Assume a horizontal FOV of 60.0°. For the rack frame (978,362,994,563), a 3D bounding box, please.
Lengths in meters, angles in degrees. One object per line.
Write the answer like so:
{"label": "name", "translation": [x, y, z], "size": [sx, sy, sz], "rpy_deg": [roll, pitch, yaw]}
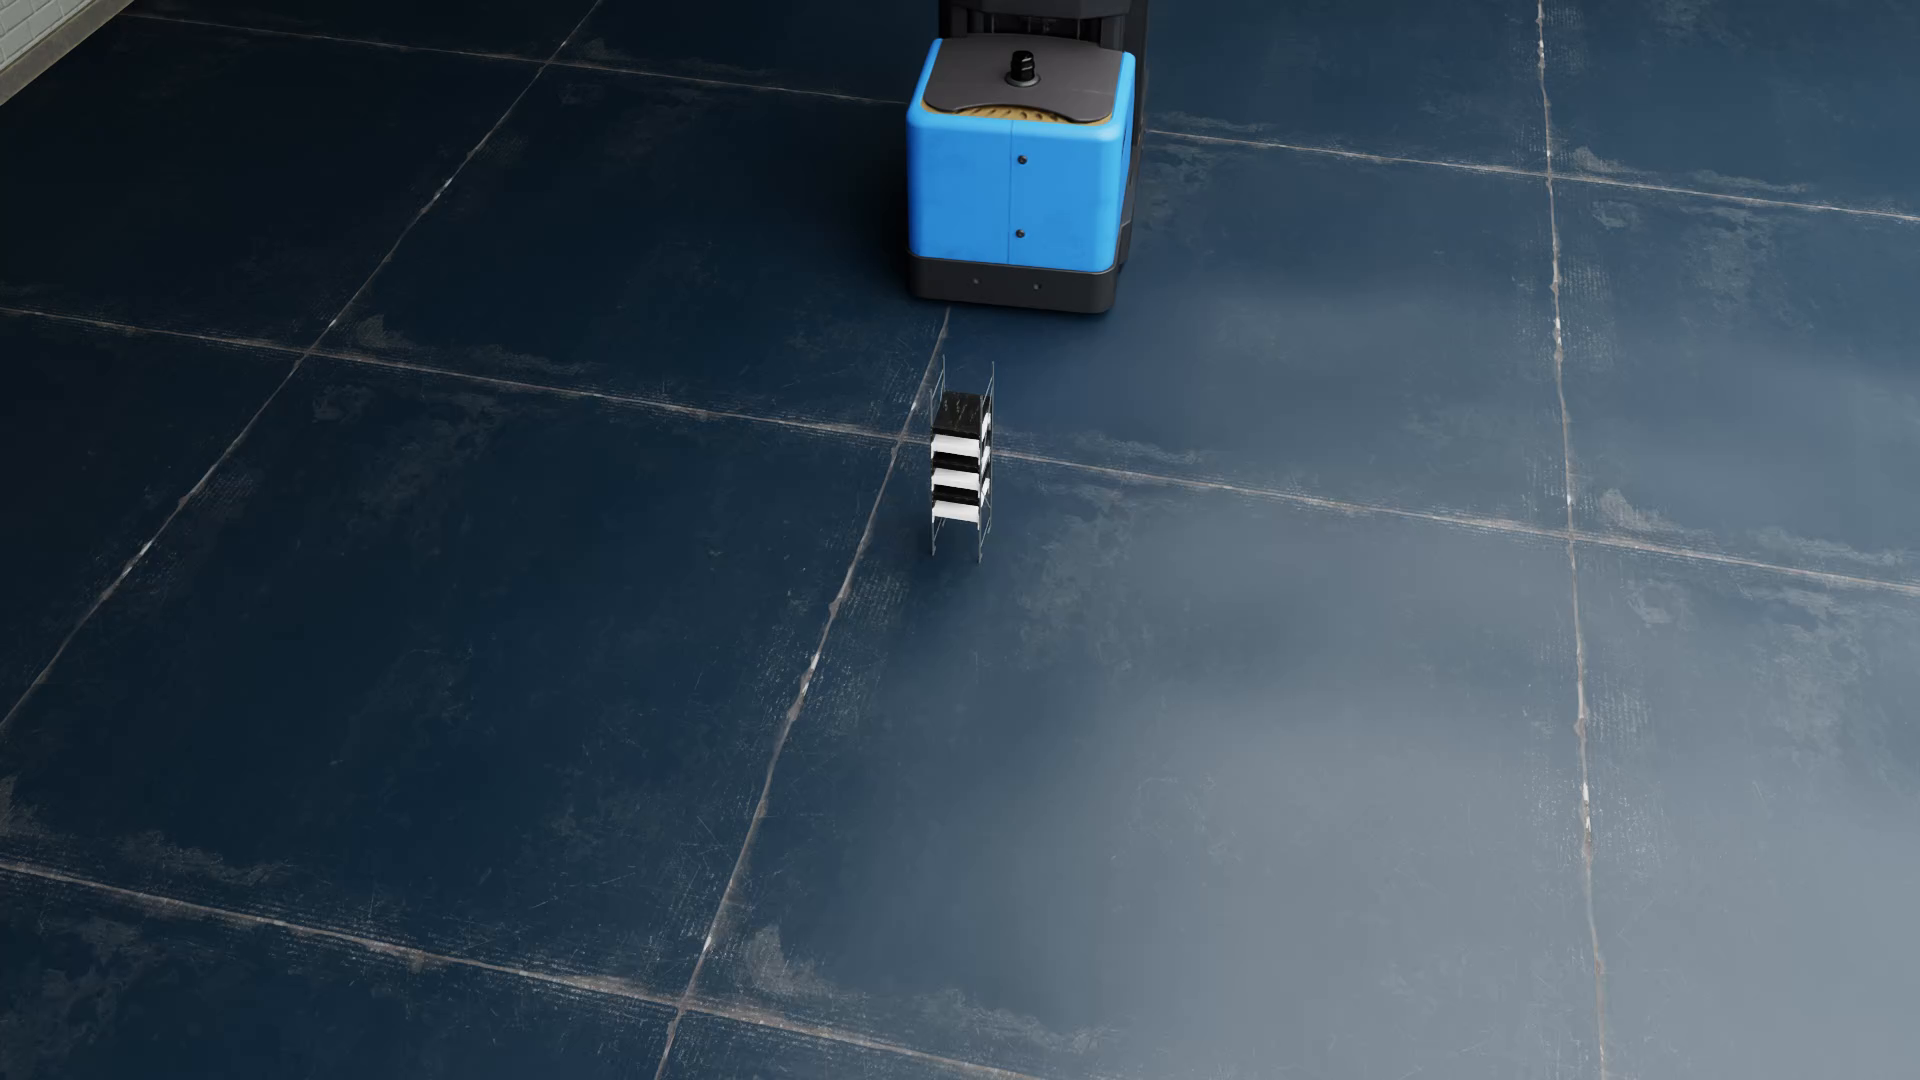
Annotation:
{"label": "rack frame", "translation": [0.107, -0.308, 6.881], "size": [0.006, 0.900, 0.240], "rpy_deg": [9, 45, 9]}

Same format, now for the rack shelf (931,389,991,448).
{"label": "rack shelf", "translation": [0.008, -0.493, 6.733], "size": [0.200, 0.077, 0.258], "rpy_deg": [9, 45, 9]}

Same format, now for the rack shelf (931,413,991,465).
{"label": "rack shelf", "translation": [0.008, -0.429, 6.795], "size": [0.200, 0.077, 0.258], "rpy_deg": [9, 45, 9]}

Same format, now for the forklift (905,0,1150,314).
{"label": "forklift", "translation": [0.469, -3.214, 8.436], "size": [1.130, 2.935, 3.031], "rpy_deg": [6, 44, 6]}

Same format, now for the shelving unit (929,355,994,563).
{"label": "shelving unit", "translation": [0.008, -0.323, 6.897], "size": [0.210, 0.900, 0.258], "rpy_deg": [9, 45, 9]}

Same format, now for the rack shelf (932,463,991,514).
{"label": "rack shelf", "translation": [0.008, -0.234, 6.982], "size": [0.200, 0.077, 0.258], "rpy_deg": [9, 45, 9]}

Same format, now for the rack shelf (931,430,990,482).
{"label": "rack shelf", "translation": [0.008, -0.364, 6.857], "size": [0.200, 0.077, 0.258], "rpy_deg": [9, 45, 9]}

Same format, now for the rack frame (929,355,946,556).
{"label": "rack frame", "translation": [-0.091, -0.338, 6.913], "size": [0.006, 0.900, 0.240], "rpy_deg": [9, 45, 9]}

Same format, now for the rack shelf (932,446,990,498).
{"label": "rack shelf", "translation": [0.008, -0.299, 6.920], "size": [0.200, 0.077, 0.258], "rpy_deg": [9, 45, 9]}

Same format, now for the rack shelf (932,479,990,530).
{"label": "rack shelf", "translation": [0.008, -0.169, 7.045], "size": [0.200, 0.077, 0.258], "rpy_deg": [9, 45, 9]}
